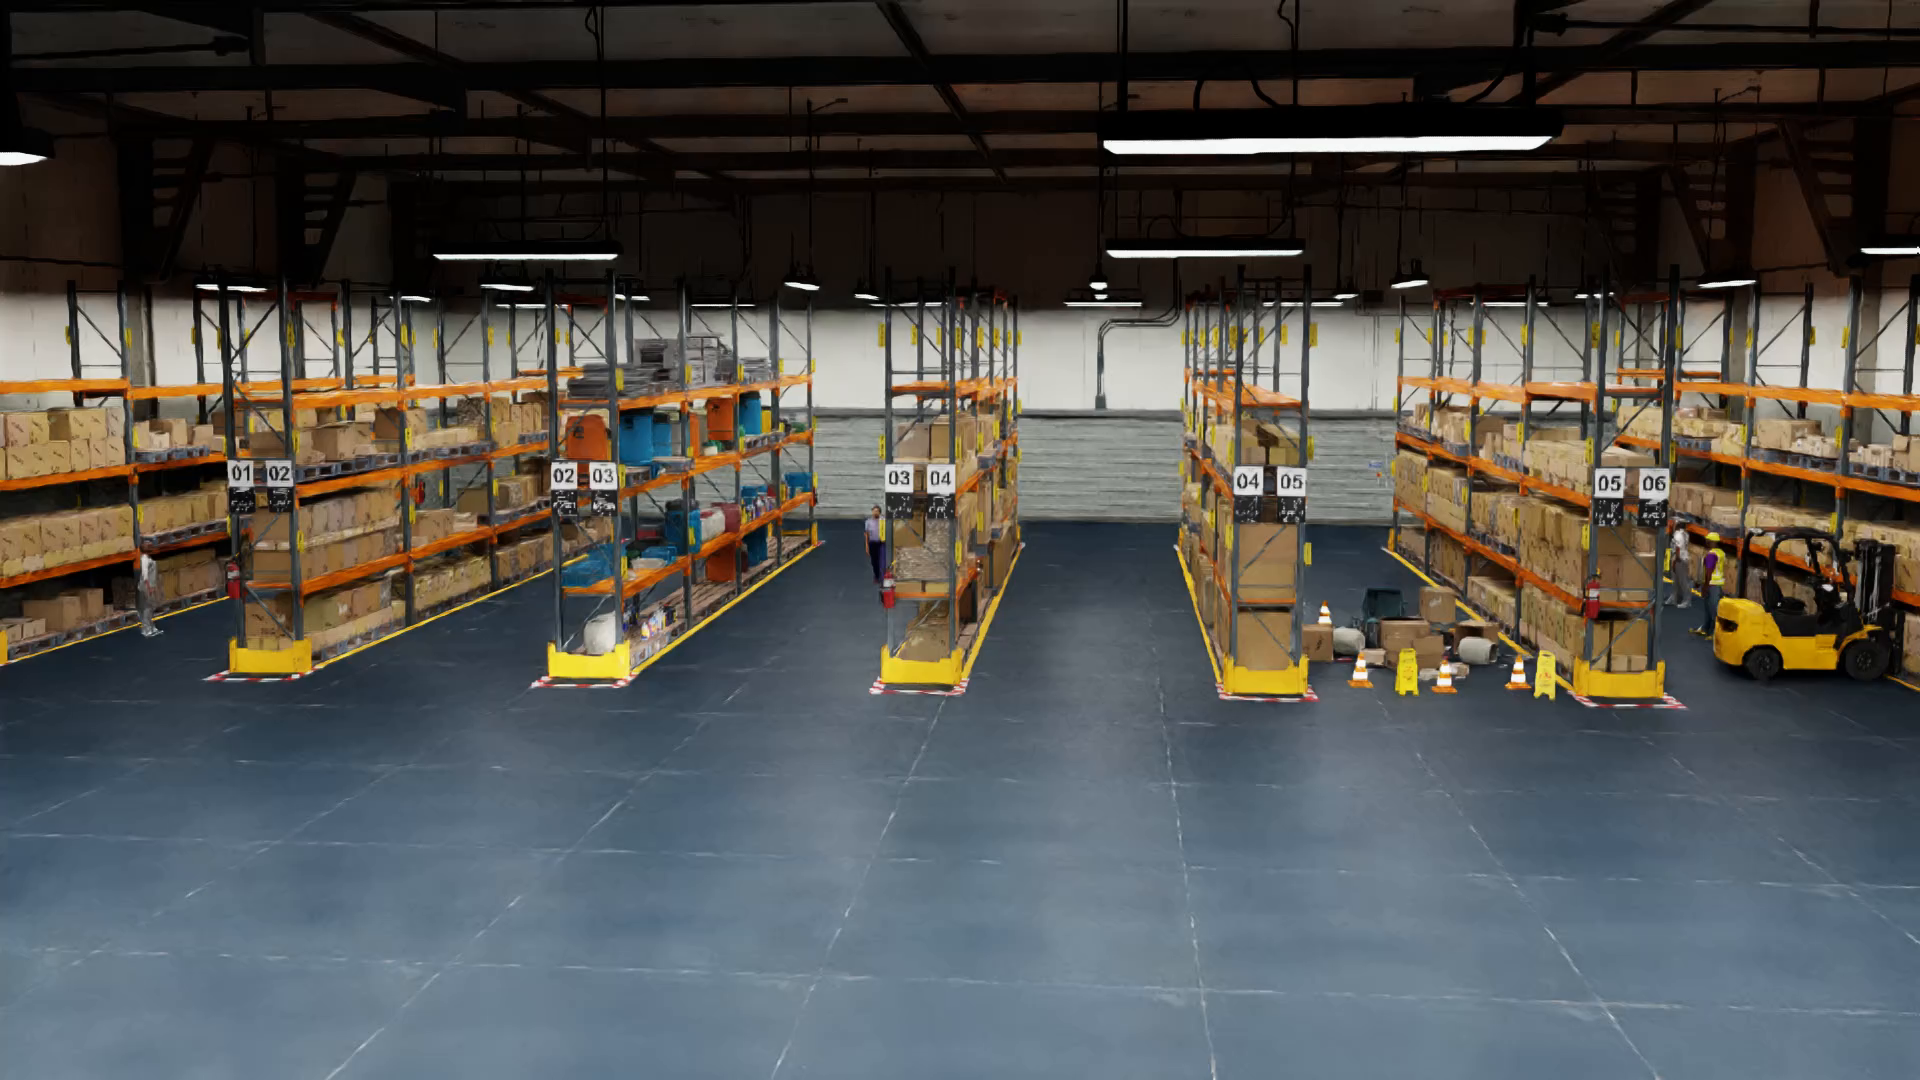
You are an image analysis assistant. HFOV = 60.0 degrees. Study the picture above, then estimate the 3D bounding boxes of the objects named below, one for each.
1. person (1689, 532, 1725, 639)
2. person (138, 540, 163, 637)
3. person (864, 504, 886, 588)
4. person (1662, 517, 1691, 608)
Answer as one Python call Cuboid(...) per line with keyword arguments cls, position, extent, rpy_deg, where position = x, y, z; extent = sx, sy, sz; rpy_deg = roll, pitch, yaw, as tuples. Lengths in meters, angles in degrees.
Cuboid(cls="person", position=(12.513, 0.743, 27.781), extent=(0.580, 1.763, 0.673), rpy_deg=(5, 8, 33))
Cuboid(cls="person", position=(-13.696, 0.821, 28.082), extent=(0.346, 1.642, 0.482), rpy_deg=(-3, 8, -23))
Cuboid(cls="person", position=(-1.580, 0.097, 31.595), extent=(0.479, 1.567, 1.081), rpy_deg=(1, 7, 7))
Cuboid(cls="person", position=(13.389, 0.401, 31.014), extent=(0.562, 1.663, 0.587), rpy_deg=(4, 8, 28))
